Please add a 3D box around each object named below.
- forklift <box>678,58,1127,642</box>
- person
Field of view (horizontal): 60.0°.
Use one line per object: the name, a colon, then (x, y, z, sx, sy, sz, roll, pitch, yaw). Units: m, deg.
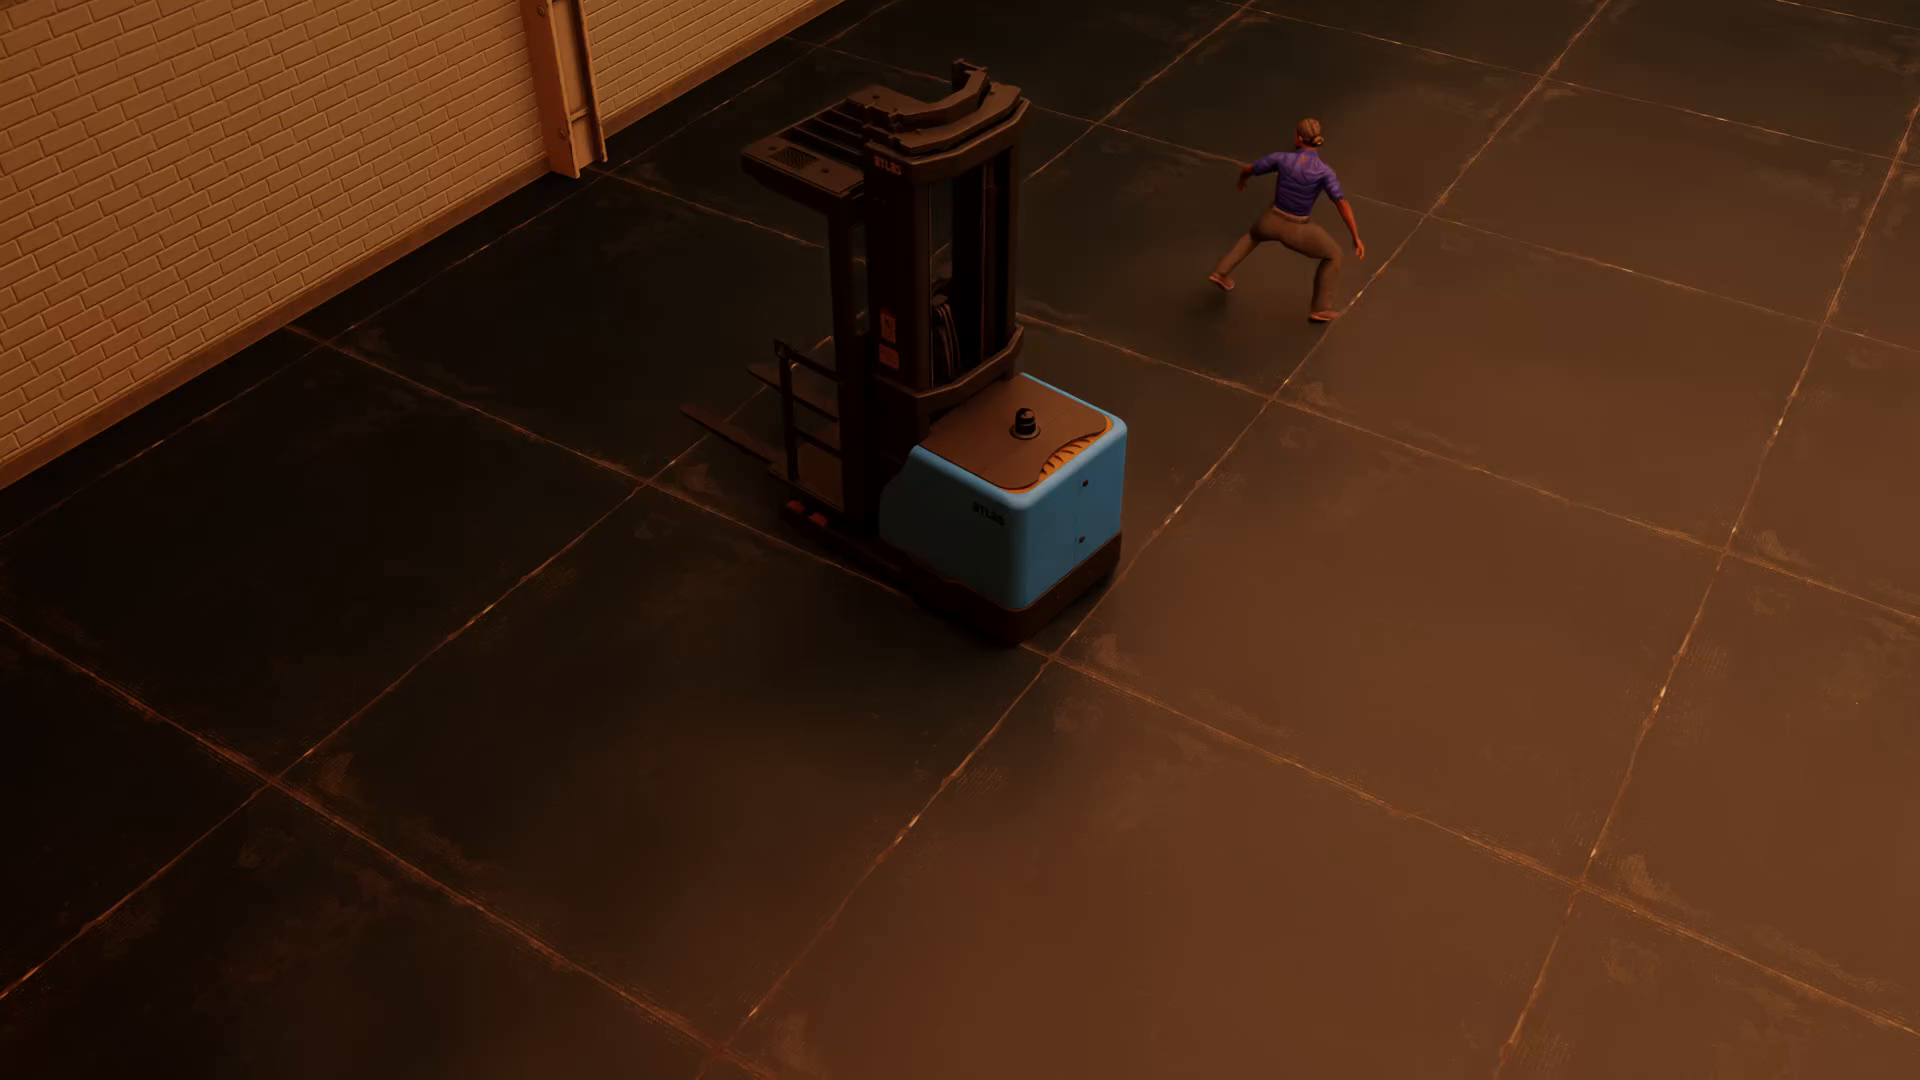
forklift: (-0.488, -1.350, 9.560, 3.031, 2.935, 1.130, 29, 48, 30)
person: (2.380, -2.230, 11.751, 1.085, 1.548, 0.483, 22, 45, 24)
